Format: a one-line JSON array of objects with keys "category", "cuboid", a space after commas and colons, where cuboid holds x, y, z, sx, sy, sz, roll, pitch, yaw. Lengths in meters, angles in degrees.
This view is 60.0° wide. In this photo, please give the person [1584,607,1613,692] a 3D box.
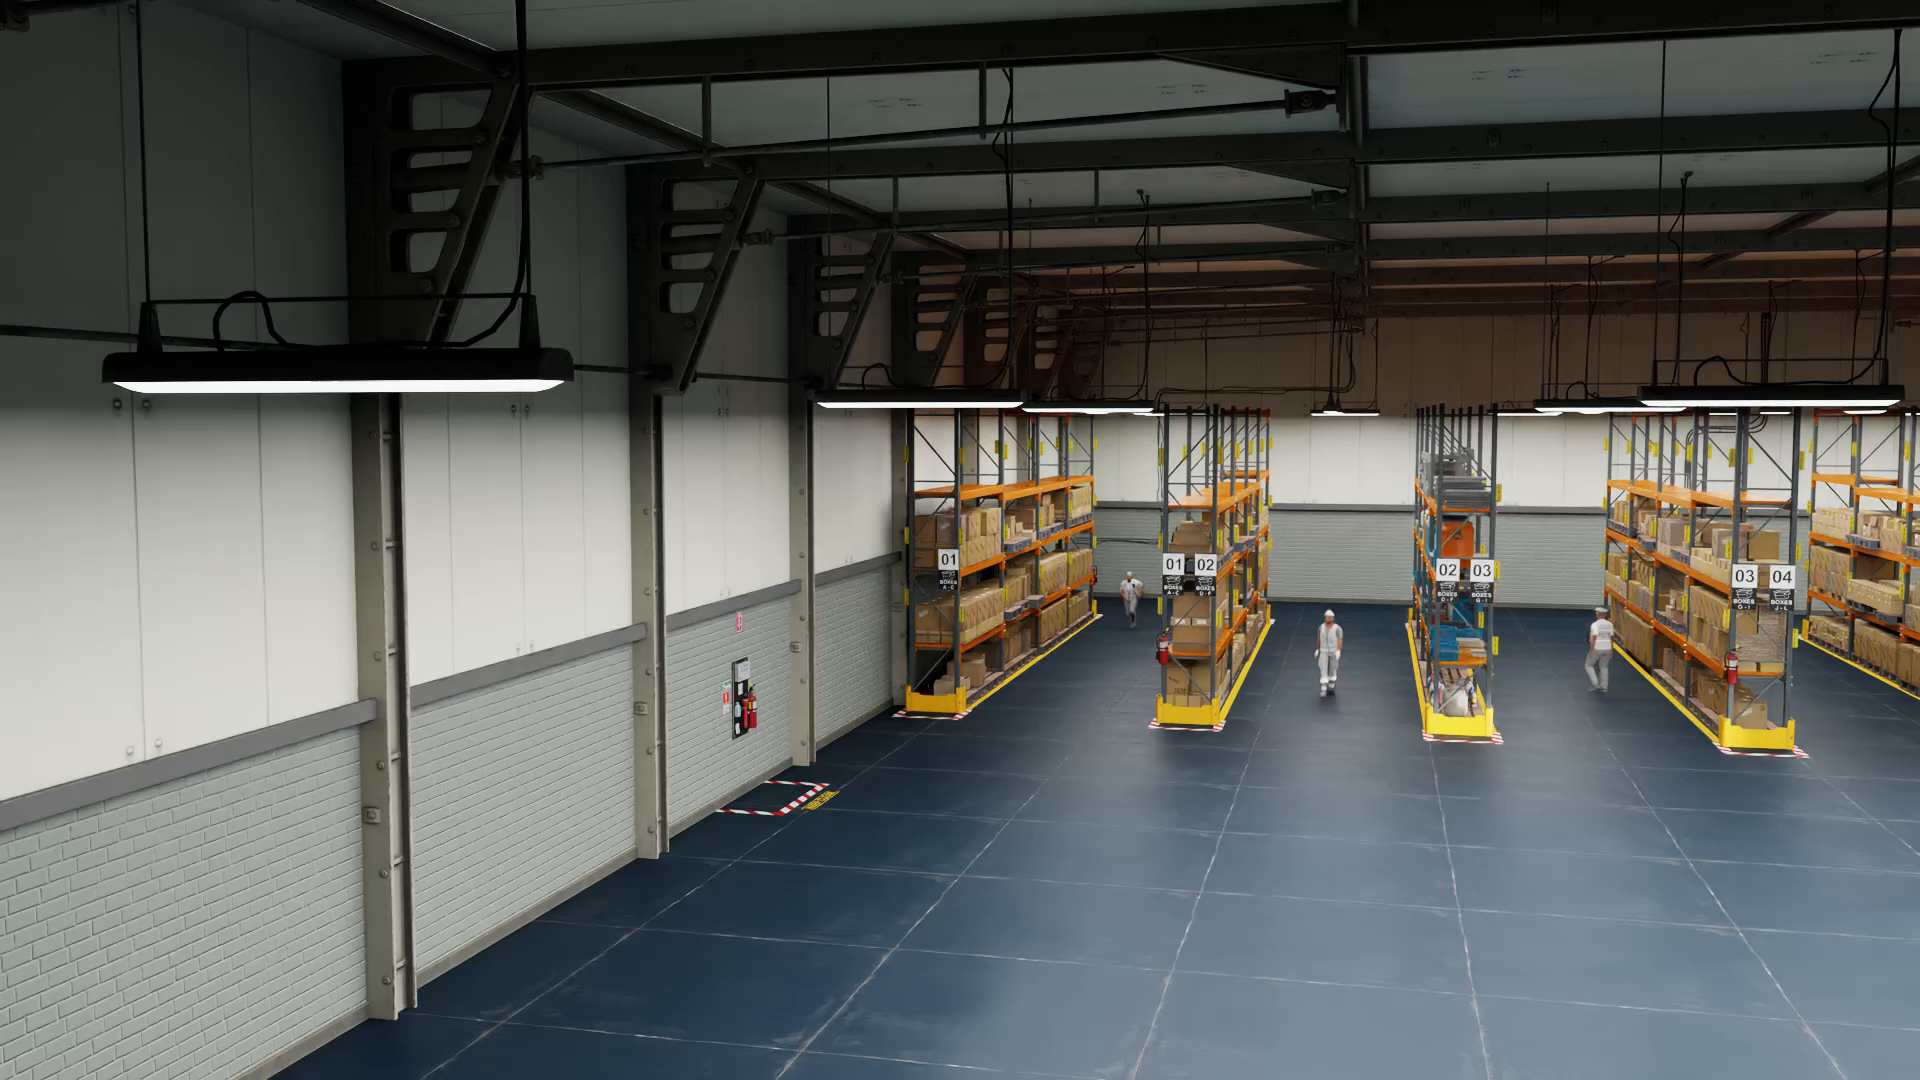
[{"category": "person", "cuboid": [13.428, 2.316, 34.883, 0.580, 1.793, 0.413, -1, 4, -17]}]

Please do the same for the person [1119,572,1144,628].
[{"category": "person", "cuboid": [4.692, 1.631, 45.402, 0.630, 1.578, 0.748, 2, 5, 24]}]

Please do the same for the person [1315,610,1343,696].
[{"category": "person", "cuboid": [7.626, 2.323, 34.381, 0.569, 1.724, 1.034, 1, 4, 14]}]
